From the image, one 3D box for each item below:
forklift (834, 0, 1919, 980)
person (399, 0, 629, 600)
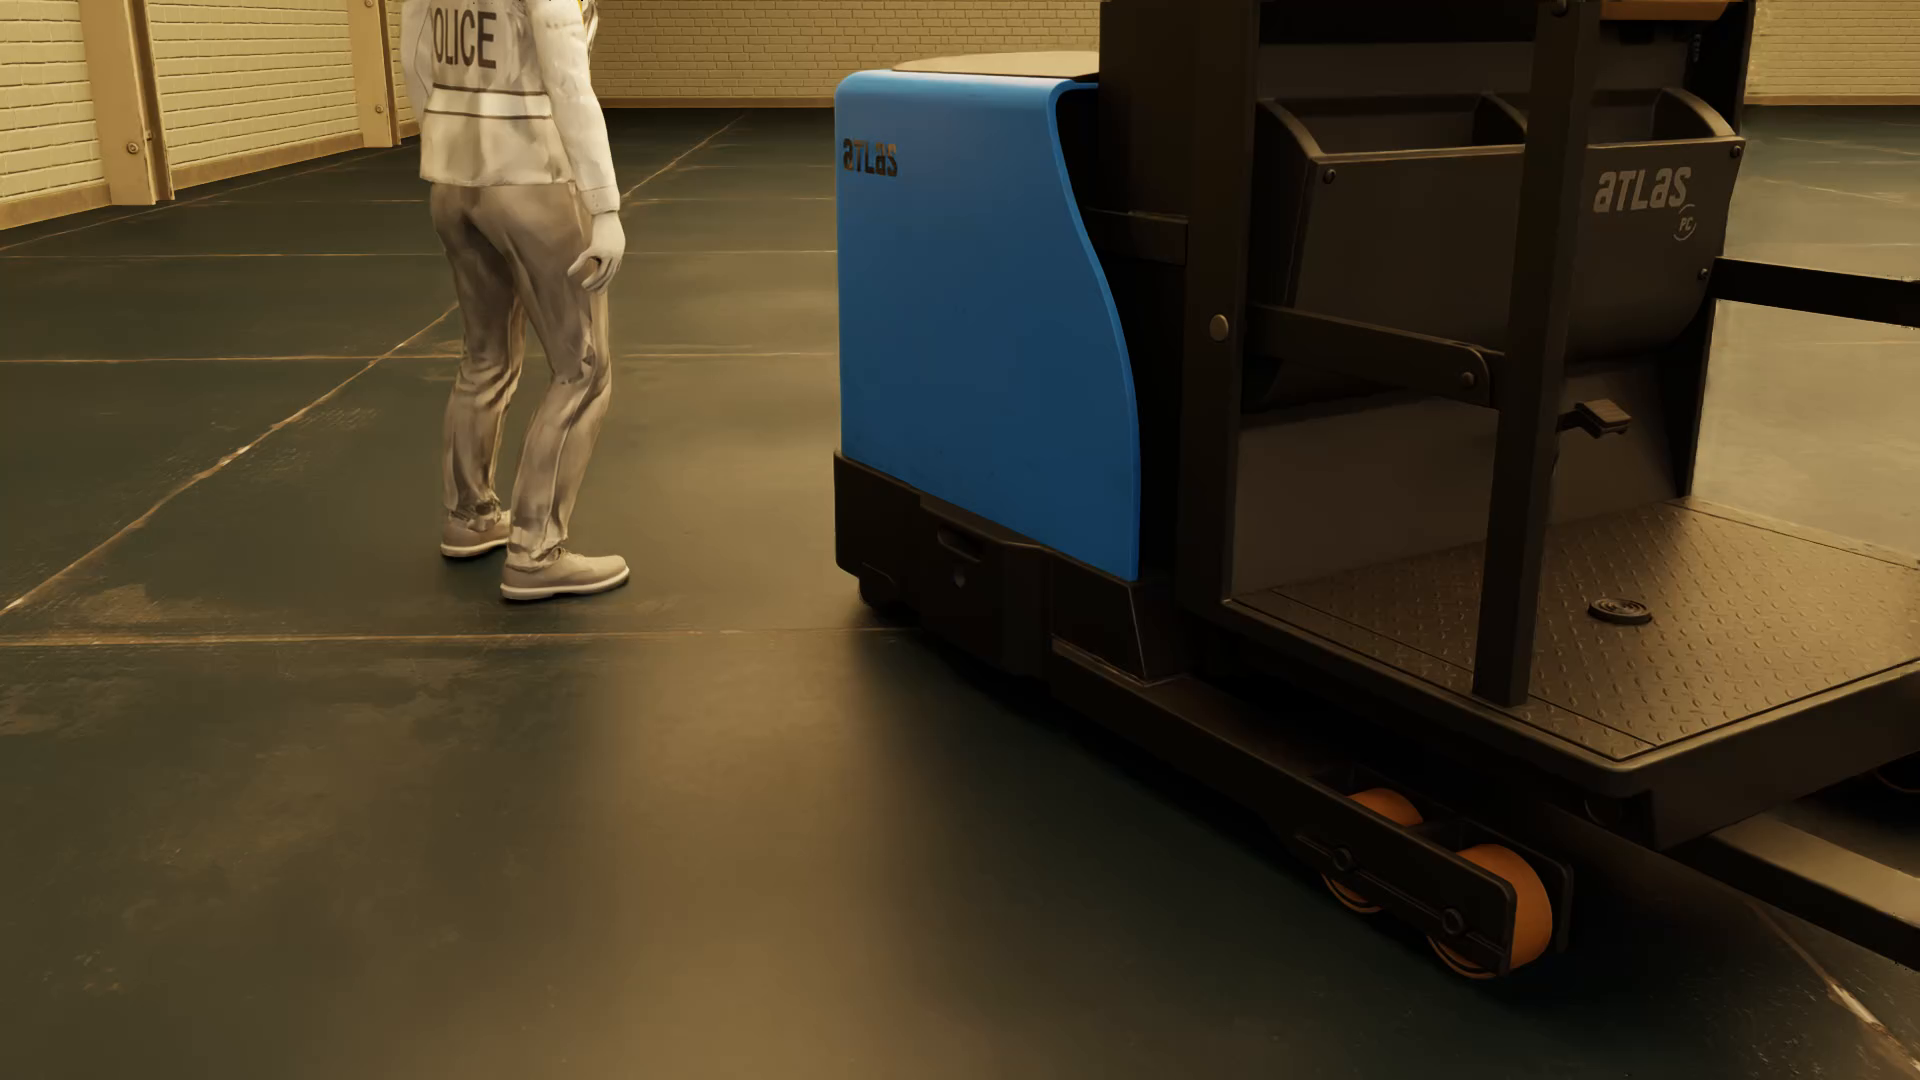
[{"bbox_3d":[0.942,-1.003,2.186,1.130,2.935,3.031,-10,20,-30],"label":"forklift"},{"bbox_3d":[-0.910,-0.707,3.433,0.713,1.642,0.376,14,22,38],"label":"person"}]
